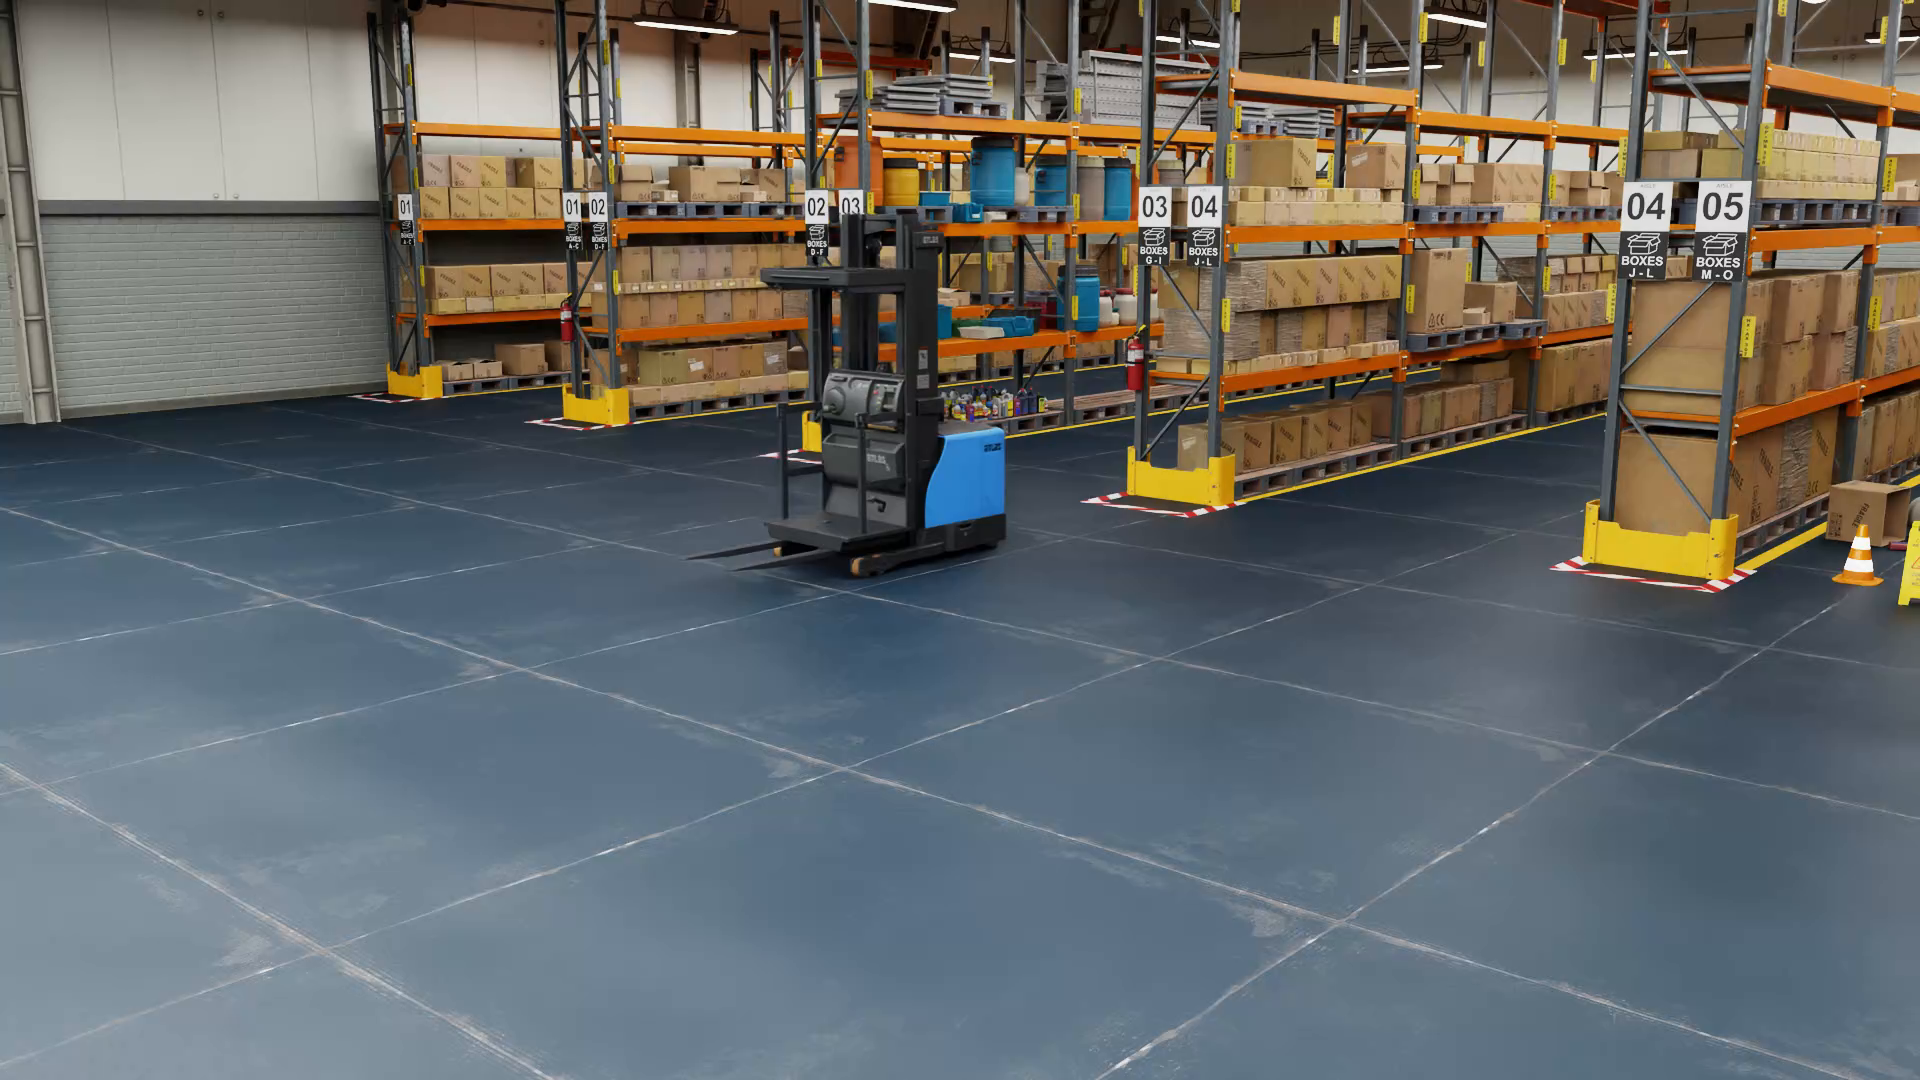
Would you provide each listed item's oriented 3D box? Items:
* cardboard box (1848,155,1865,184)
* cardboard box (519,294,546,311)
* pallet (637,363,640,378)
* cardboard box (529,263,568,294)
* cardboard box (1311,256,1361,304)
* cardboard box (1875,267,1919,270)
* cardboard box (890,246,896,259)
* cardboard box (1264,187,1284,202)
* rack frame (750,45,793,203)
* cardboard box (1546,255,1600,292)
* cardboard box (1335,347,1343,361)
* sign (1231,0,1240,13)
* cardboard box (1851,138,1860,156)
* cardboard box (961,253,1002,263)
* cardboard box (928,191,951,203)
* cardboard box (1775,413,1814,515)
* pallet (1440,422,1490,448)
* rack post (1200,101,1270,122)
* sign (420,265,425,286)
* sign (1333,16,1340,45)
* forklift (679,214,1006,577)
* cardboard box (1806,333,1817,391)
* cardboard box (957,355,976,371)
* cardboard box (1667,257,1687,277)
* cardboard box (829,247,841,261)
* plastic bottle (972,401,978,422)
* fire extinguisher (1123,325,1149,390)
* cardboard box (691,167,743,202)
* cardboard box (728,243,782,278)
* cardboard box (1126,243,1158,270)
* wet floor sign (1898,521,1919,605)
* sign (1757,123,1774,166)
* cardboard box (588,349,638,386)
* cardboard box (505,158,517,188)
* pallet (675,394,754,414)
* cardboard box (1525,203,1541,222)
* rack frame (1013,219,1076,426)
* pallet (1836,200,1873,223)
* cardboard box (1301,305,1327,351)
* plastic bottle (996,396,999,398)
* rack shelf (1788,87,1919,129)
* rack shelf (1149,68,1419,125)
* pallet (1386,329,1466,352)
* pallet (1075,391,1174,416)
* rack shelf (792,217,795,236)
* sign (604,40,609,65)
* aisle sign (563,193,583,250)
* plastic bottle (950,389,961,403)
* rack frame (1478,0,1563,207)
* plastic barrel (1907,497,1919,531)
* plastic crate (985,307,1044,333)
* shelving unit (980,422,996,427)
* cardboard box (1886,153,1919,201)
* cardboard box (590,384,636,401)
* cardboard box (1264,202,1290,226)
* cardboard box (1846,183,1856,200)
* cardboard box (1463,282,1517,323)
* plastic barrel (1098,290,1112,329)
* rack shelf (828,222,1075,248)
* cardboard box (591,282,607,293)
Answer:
[{"bbox_3d":[8.086,-3.449,15.497,0.500,0.250,0.500,10,15,40],"label":"cardboard box"},{"bbox_3d":[-7.341,-4.013,28.016,0.500,0.250,0.500,10,15,41],"label":"cardboard box"},{"bbox_3d":[-5.756,-3.155,30.509,1.003,0.211,1.213,10,15,40],"label":"pallet"},{"bbox_3d":[-7.014,-4.456,28.317,0.500,0.500,0.500,9,15,39],"label":"cardboard box"},{"bbox_3d":[4.143,-2.923,18.659,0.500,0.500,0.500,10,15,40],"label":"cardboard box"},{"bbox_3d":[10.889,-2.894,19.272,0.700,0.500,0.500,10,15,40],"label":"cardboard box"},{"bbox_3d":[-1.449,-5.982,34.560,0.500,0.250,0.500,10,15,42],"label":"cardboard box"},{"bbox_3d":[3.160,-3.611,17.380,0.380,0.149,0.250,11,15,43],"label":"cardboard box"},{"bbox_3d":[-3.628,-7.939,32.021,1.000,3.000,0.127,10,15,40],"label":"rack frame"},{"bbox_3d":[8.899,-3.917,24.386,0.797,0.503,0.637,10,15,42],"label":"cardboard box"},{"bbox_3d":[4.110,-2.117,18.830,0.380,0.149,0.250,10,15,40],"label":"cardboard box"},{"bbox_3d":[2.661,-5.267,16.058,0.100,0.325,0.005,10,15,40],"label":"sign"},{"bbox_3d":[8.052,-3.619,15.329,0.380,0.149,0.250,10,15,41],"label":"cardboard box"},{"bbox_3d":[0.341,-6.025,36.991,0.980,0.700,0.700,9,14,38],"label":"cardboard box"},{"bbox_3d":[-0.495,-5.807,28.316,0.500,0.250,0.500,10,15,42],"label":"cardboard box"},{"bbox_3d":[7.493,-0.778,15.840,0.875,0.875,0.875,10,15,41],"label":"cardboard box"},{"bbox_3d":[6.211,-1.414,21.793,1.003,0.211,1.213,10,15,40],"label":"pallet"},{"bbox_3d":[4.261,-6.732,26.175,0.954,0.300,0.937,10,15,40],"label":"rack post"},{"bbox_3d":[-8.502,-4.174,26.279,0.100,0.325,0.005,10,15,40],"label":"sign"},{"bbox_3d":[4.473,-6.035,19.703,0.100,0.325,0.005,10,15,40],"label":"sign"},{"bbox_3d":[-0.972,-1.241,13.979,1.130,2.935,3.031,11,16,43],"label":"forklift"},{"bbox_3d":[7.527,-1.700,15.722,0.875,0.550,0.550,10,15,40],"label":"cardboard box"},{"bbox_3d":[-0.069,-3.105,29.087,0.500,0.250,0.500,10,15,42],"label":"cardboard box"},{"bbox_3d":[11.353,-4.290,26.779,0.500,0.500,0.500,9,15,39],"label":"cardboard box"},{"bbox_3d":[-2.454,-5.756,33.429,0.500,0.250,0.500,10,15,41],"label":"cardboard box"},{"bbox_3d":[0.190,-1.693,21.913,0.097,0.271,0.097,0,11,0],"label":"plastic bottle"},{"bbox_3d":[1.831,-1.903,17.318,0.296,0.674,0.183,10,15,40],"label":"fire extinguisher"},{"bbox_3d":[-3.727,-5.338,24.968,0.637,0.503,0.797,-10,15,-41],"label":"cardboard box"},{"bbox_3d":[-3.166,-4.313,25.617,0.700,0.500,0.500,10,15,40],"label":"cardboard box"},{"bbox_3d":[3.598,-5.593,32.788,0.500,0.500,0.500,9,15,39],"label":"cardboard box"},{"bbox_3d":[7.380,0.173,12.738,0.267,0.644,0.232,7,13,31],"label":"wet floor sign"},{"bbox_3d":[6.325,-3.108,13.060,0.100,0.325,0.005,10,15,40],"label":"sign"},{"bbox_3d":[-5.055,-2.522,24.254,0.500,0.500,0.500,10,15,40],"label":"cardboard box"},{"bbox_3d":[-7.790,-6.161,27.922,0.500,0.500,0.500,10,15,40],"label":"cardboard box"},{"bbox_3d":[-3.907,-2.109,25.269,1.003,0.211,1.213,10,15,40],"label":"pallet"},{"bbox_3d":[7.404,-4.371,22.201,0.500,0.250,0.500,10,15,40],"label":"cardboard box"},{"bbox_3d":[1.173,-3.127,23.249,1.000,3.000,0.127,10,15,40],"label":"rack frame"},{"bbox_3d":[8.005,-3.139,15.876,1.003,0.211,1.213,10,15,40],"label":"pallet"},{"bbox_3d":[3.578,-2.400,18.592,0.875,0.500,0.500,10,15,40],"label":"cardboard box"},{"bbox_3d":[0.530,-1.813,22.479,0.061,0.283,0.133,10,15,40],"label":"plastic bottle"},{"bbox_3d":[9.873,-4.518,17.753,1.077,0.370,4.000,10,15,40],"label":"rack shelf"},{"bbox_3d":[3.573,-4.780,18.052,1.077,0.370,4.000,10,15,40],"label":"rack shelf"},{"bbox_3d":[5.507,-2.486,20.530,1.003,0.211,1.213,10,15,40],"label":"pallet"},{"bbox_3d":[2.467,-2.061,25.028,1.003,0.211,1.213,10,15,40],"label":"pallet"},{"bbox_3d":[-2.308,-6.409,33.858,1.077,0.370,4.000,10,15,40],"label":"rack shelf"},{"bbox_3d":[-4.773,-6.585,22.453,0.100,0.325,0.005,10,15,40],"label":"sign"},{"bbox_3d":[-5.450,-4.483,23.398,0.394,0.787,0.004,10,15,40],"label":"aisle sign"},{"bbox_3d":[-0.077,-1.889,22.687,0.144,0.351,0.185,10,15,40],"label":"plastic bottle"},{"bbox_3d":[7.534,-6.017,22.401,1.000,3.000,0.127,10,15,40],"label":"rack frame"},{"bbox_3d":[8.956,-0.202,15.181,0.421,0.421,0.512,-2,11,-9],"label":"plastic barrel"},{"bbox_3d":[0.732,-3.036,22.951,0.767,0.338,0.504,10,15,40],"label":"plastic crate"},{"bbox_3d":[0.172,-0.550,15.322,0.215,1.050,0.252,11,16,43],"label":"shelving unit"},{"bbox_3d":[10.256,-3.902,17.888,0.500,0.500,0.500,10,15,40],"label":"cardboard box"},{"bbox_3d":[-5.054,-2.154,24.326,0.500,0.250,0.500,10,15,40],"label":"cardboard box"},{"bbox_3d":[3.101,-3.410,17.388,0.500,0.250,0.500,9,15,39],"label":"cardboard box"},{"bbox_3d":[8.048,-3.226,15.397,0.380,0.149,0.250,10,15,41],"label":"cardboard box"},{"bbox_3d":[6.914,-3.151,22.038,0.500,0.500,0.700,-9,15,-39],"label":"cardboard box"},{"bbox_3d":[1.969,-3.306,23.798,0.433,0.535,0.433,0,11,0],"label":"plastic barrel"},{"bbox_3d":[-0.147,-3.951,21.552,1.077,0.370,4.000,10,15,40],"label":"rack shelf"},{"bbox_3d":[-5.077,-3.628,23.843,0.380,0.149,0.250,9,15,39],"label":"cardboard box"}]
